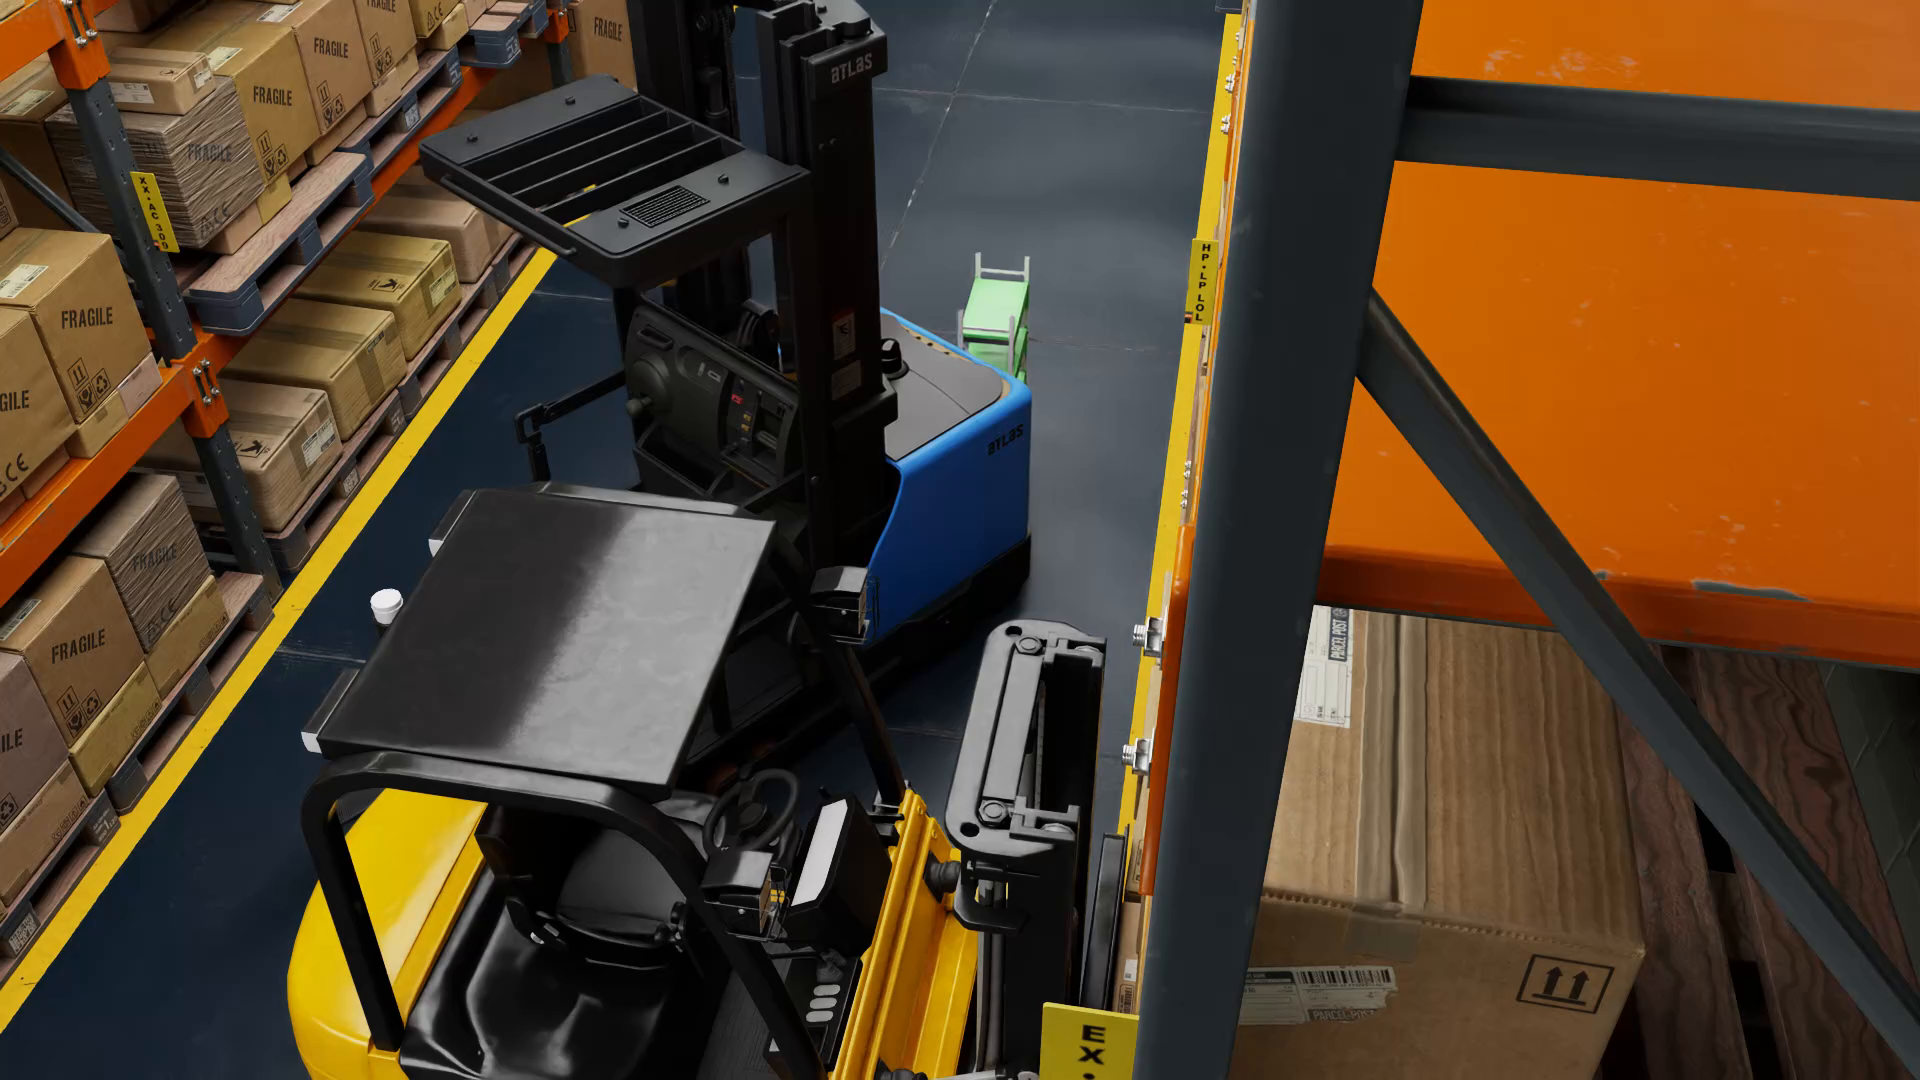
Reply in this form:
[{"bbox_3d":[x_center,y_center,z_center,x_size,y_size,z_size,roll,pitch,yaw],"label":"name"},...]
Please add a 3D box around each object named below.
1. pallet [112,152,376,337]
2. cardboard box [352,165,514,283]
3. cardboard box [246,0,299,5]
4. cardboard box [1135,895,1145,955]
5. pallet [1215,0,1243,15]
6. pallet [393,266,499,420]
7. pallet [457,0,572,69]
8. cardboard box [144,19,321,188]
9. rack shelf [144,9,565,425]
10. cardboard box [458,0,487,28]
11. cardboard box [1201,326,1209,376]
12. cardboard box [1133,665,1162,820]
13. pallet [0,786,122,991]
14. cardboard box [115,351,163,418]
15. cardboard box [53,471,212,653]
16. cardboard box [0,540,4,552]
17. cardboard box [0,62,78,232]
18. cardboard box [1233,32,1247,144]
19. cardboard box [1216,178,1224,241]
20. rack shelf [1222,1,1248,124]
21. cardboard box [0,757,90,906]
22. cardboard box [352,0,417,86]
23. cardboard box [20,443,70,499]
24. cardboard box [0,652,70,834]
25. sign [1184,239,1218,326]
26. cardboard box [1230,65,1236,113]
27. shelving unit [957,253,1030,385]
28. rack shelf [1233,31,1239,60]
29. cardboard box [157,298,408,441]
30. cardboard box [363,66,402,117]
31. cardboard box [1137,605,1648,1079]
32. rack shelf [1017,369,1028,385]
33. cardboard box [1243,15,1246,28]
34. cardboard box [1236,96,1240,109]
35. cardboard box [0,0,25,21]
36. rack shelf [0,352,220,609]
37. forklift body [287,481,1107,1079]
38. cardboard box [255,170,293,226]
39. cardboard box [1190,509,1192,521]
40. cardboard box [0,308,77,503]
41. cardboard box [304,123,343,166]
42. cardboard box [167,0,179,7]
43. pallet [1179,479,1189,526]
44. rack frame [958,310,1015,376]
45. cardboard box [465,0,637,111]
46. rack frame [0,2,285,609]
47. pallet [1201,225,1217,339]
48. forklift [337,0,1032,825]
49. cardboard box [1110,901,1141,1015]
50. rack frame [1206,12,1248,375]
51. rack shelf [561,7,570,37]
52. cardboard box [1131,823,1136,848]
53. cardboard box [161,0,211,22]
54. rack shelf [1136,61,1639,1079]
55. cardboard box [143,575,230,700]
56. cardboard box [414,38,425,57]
[{"bbox_3d":[-3.260,-1.330,7.155,1.003,0.211,1.213,6,40,8],"label":"pallet"},{"bbox_3d":[-3.070,-1.782,9.284,0.950,0.372,0.625,6,40,7],"label":"cardboard box"},{"bbox_3d":[-3.019,-2.454,7.214,0.380,0.149,0.250,9,40,10],"label":"cardboard box"},{"bbox_3d":[0.752,0.776,4.379,0.500,0.500,0.500,7,40,8],"label":"cardboard box"},{"bbox_3d":[2.095,-3.265,9.495,1.213,0.211,1.003,6,40,8],"label":"pallet"},{"bbox_3d":[-3.193,-1.122,8.941,1.003,0.211,1.213,6,40,8],"label":"pallet"},{"bbox_3d":[-2.861,-2.917,9.075,1.213,0.211,1.003,6,40,8],"label":"pallet"},{"bbox_3d":[-3.086,-1.832,6.970,0.500,0.500,0.500,7,40,8],"label":"cardboard box"},{"bbox_3d":[-3.189,-1.918,8.280,1.077,0.370,4.000,6,40,8],"label":"rack shelf"},{"bbox_3d":[-2.694,-2.787,8.635,0.380,0.149,0.250,5,40,6],"label":"cardboard box"},{"bbox_3d":[1.184,-0.682,6.339,0.500,0.250,0.500,7,40,9],"label":"cardboard box"},{"bbox_3d":[0.863,0.706,5.585,0.500,0.250,0.500,6,40,8],"label":"cardboard box"},{"bbox_3d":[-3.825,1.328,5.978,1.003,0.211,1.213,6,40,8],"label":"pallet"},{"bbox_3d":[-3.291,-0.608,6.328,0.380,0.149,0.250,6,40,7],"label":"cardboard box"},{"bbox_3d":[-3.373,0.070,6.551,0.500,0.500,0.500,6,40,7],"label":"cardboard box"},{"bbox_3d":[-3.463,0.030,5.557,0.380,0.149,0.250,6,40,7],"label":"cardboard box"},{"bbox_3d":[-3.681,-1.570,6.654,0.500,0.500,0.500,6,40,7],"label":"cardboard box"},{"bbox_3d":[0.970,-1.222,4.182,0.500,0.311,0.500,7,40,9],"label":"cardboard box"},{"bbox_3d":[1.269,-1.190,6.560,0.500,0.250,0.500,5,40,7],"label":"cardboard box"},{"bbox_3d":[1.700,-2.529,6.665,1.077,0.370,4.000,6,40,8],"label":"rack shelf"},{"bbox_3d":[-3.548,1.012,6.000,0.500,0.250,0.500,7,40,8],"label":"cardboard box"},{"bbox_3d":[-2.908,-2.464,7.735,0.500,0.500,0.500,5,40,6],"label":"cardboard box"},{"bbox_3d":[-3.449,-0.295,5.950,0.380,0.149,0.250,7,40,8],"label":"cardboard box"},{"bbox_3d":[-3.547,0.710,5.778,0.500,0.500,0.500,8,40,10],"label":"cardboard box"},{"bbox_3d":[0.818,-0.864,5.595,0.100,0.325,0.005,6,40,8],"label":"sign"},{"bbox_3d":[1.356,-1.902,7.109,0.380,0.149,0.250,5,40,6],"label":"cardboard box"},{"bbox_3d":[0.151,-0.650,7.595,0.258,1.200,0.503,6,40,7],"label":"shelving unit"},{"bbox_3d":[2.392,-3.883,10.657,1.077,0.370,4.000,6,40,8],"label":"rack shelf"},{"bbox_3d":[-3.326,-0.870,8.181,0.950,0.372,0.625,9,40,10],"label":"cardboard box"},{"bbox_3d":[-2.875,-2.132,7.842,0.380,0.149,0.250,8,40,9],"label":"cardboard box"},{"bbox_3d":[0.499,0.416,2.053,0.500,0.500,0.500,8,40,9],"label":"cardboard box"},{"bbox_3d":[0.151,-0.601,7.635,0.258,0.148,0.480,6,40,7],"label":"rack shelf"},{"bbox_3d":[1.641,-2.475,8.114,0.500,0.250,0.500,8,40,9],"label":"cardboard box"},{"bbox_3d":[0.798,-0.802,3.709,0.396,0.266,0.258,6,40,7],"label":"cardboard box"},{"bbox_3d":[-3.289,-1.767,5.377,0.380,0.149,0.250,7,40,8],"label":"cardboard box"},{"bbox_3d":[-3.881,0.592,5.244,1.077,0.370,4.000,6,40,8],"label":"rack shelf"},{"bbox_3d":[-0.807,1.051,4.791,2.313,2.155,1.214,6,40,8],"label":"forklift body"},{"bbox_3d":[-3.077,-1.473,7.045,0.380,0.149,0.250,7,40,9],"label":"cardboard box"},{"bbox_3d":[0.863,-0.037,4.853,0.380,0.149,0.250,7,40,9],"label":"cardboard box"},{"bbox_3d":[-3.450,-0.463,5.644,0.500,0.500,0.500,8,40,9],"label":"cardboard box"},{"bbox_3d":[-3.017,-1.816,7.460,0.380,0.149,0.250,7,40,8],"label":"cardboard box"},{"bbox_3d":[-3.547,-2.428,7.182,0.380,0.149,0.250,5,40,6],"label":"cardboard box"},{"bbox_3d":[1.443,0.213,7.327,1.003,0.211,1.213,6,40,8],"label":"pallet"},{"bbox_3d":[0.112,-0.497,7.409,0.240,1.200,0.015,6,40,7],"label":"rack frame"},{"bbox_3d":[-2.642,-3.218,10.626,0.875,0.875,0.875,6,40,7],"label":"cardboard box"},{"bbox_3d":[-3.535,-0.940,6.533,1.000,3.000,0.127,6,40,8],"label":"rack frame"},{"bbox_3d":[1.865,-1.318,9.179,1.003,0.211,1.213,6,40,8],"label":"pallet"},{"bbox_3d":[-1.072,-0.471,6.019,1.130,2.935,3.031,32,49,32],"label":"forklift"},{"bbox_3d":[0.690,1.348,4.809,0.500,0.250,0.500,6,40,7],"label":"cardboard box"},{"bbox_3d":[1.354,-0.395,5.874,1.000,3.000,0.127,6,40,8],"label":"rack frame"},{"bbox_3d":[-2.497,-4.428,11.317,1.077,0.370,4.000,6,40,8],"label":"rack shelf"},{"bbox_3d":[0.783,1.210,5.368,0.500,0.250,0.500,6,40,7],"label":"cardboard box"},{"bbox_3d":[-3.502,-2.205,7.421,0.500,0.500,0.500,8,40,9],"label":"cardboard box"},{"bbox_3d":[1.008,-0.019,3.629,1.077,0.370,4.000,6,40,8],"label":"rack shelf"},{"bbox_3d":[-3.373,0.359,6.791,0.500,0.250,0.500,8,40,10],"label":"cardboard box"},{"bbox_3d":[-2.896,-2.469,8.250,0.380,0.149,0.250,7,40,8],"label":"cardboard box"}]
